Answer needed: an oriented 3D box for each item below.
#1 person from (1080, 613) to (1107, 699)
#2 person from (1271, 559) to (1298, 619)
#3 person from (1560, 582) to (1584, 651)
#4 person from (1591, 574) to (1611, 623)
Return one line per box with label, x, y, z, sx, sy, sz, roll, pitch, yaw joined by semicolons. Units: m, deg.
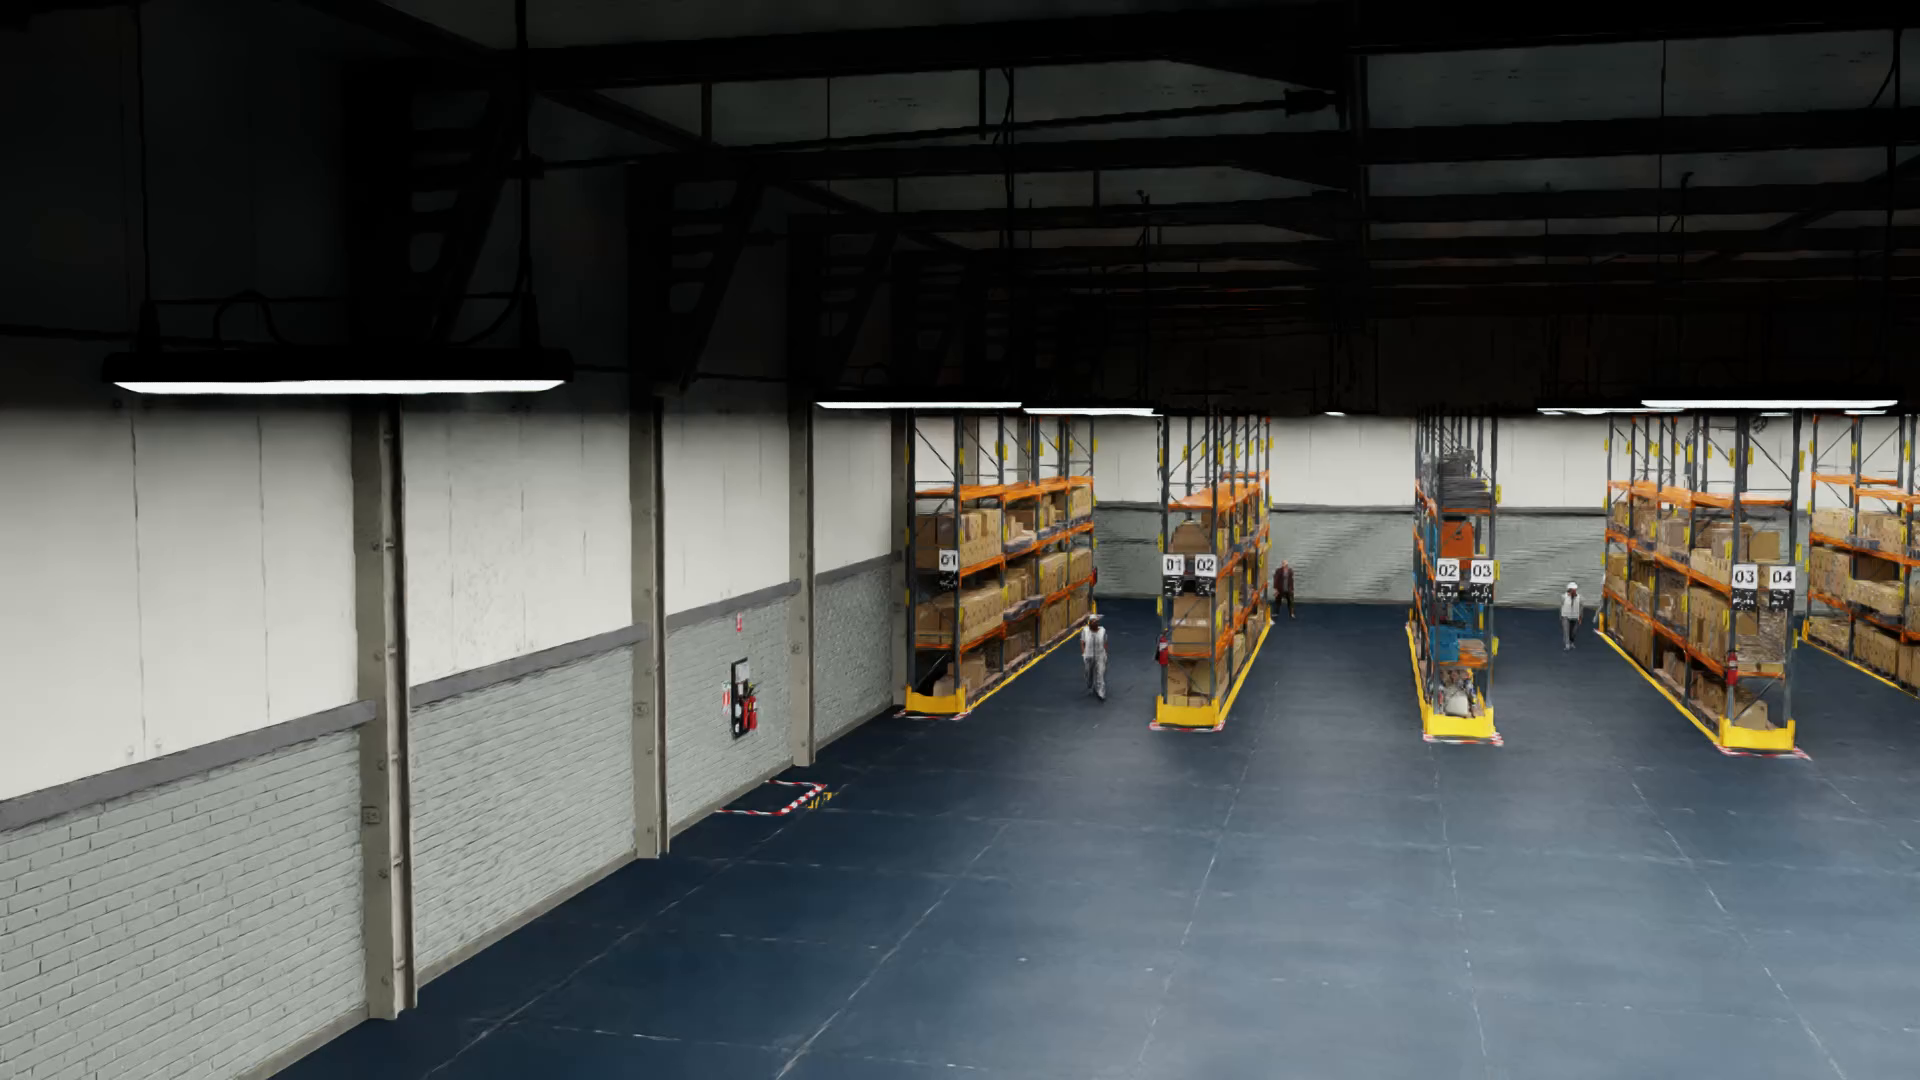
person;2.743;2.365;34.145;0.554;1.724;1.031;0;4;5
person;9.298;1.389;47.642;0.635;1.727;1.027;-1;4;-9
person;15.133;1.871;41.113;0.543;1.700;1.109;1;4;11
person;18.053;1.507;46.587;0.675;1.668;0.489;-2;5;-29
